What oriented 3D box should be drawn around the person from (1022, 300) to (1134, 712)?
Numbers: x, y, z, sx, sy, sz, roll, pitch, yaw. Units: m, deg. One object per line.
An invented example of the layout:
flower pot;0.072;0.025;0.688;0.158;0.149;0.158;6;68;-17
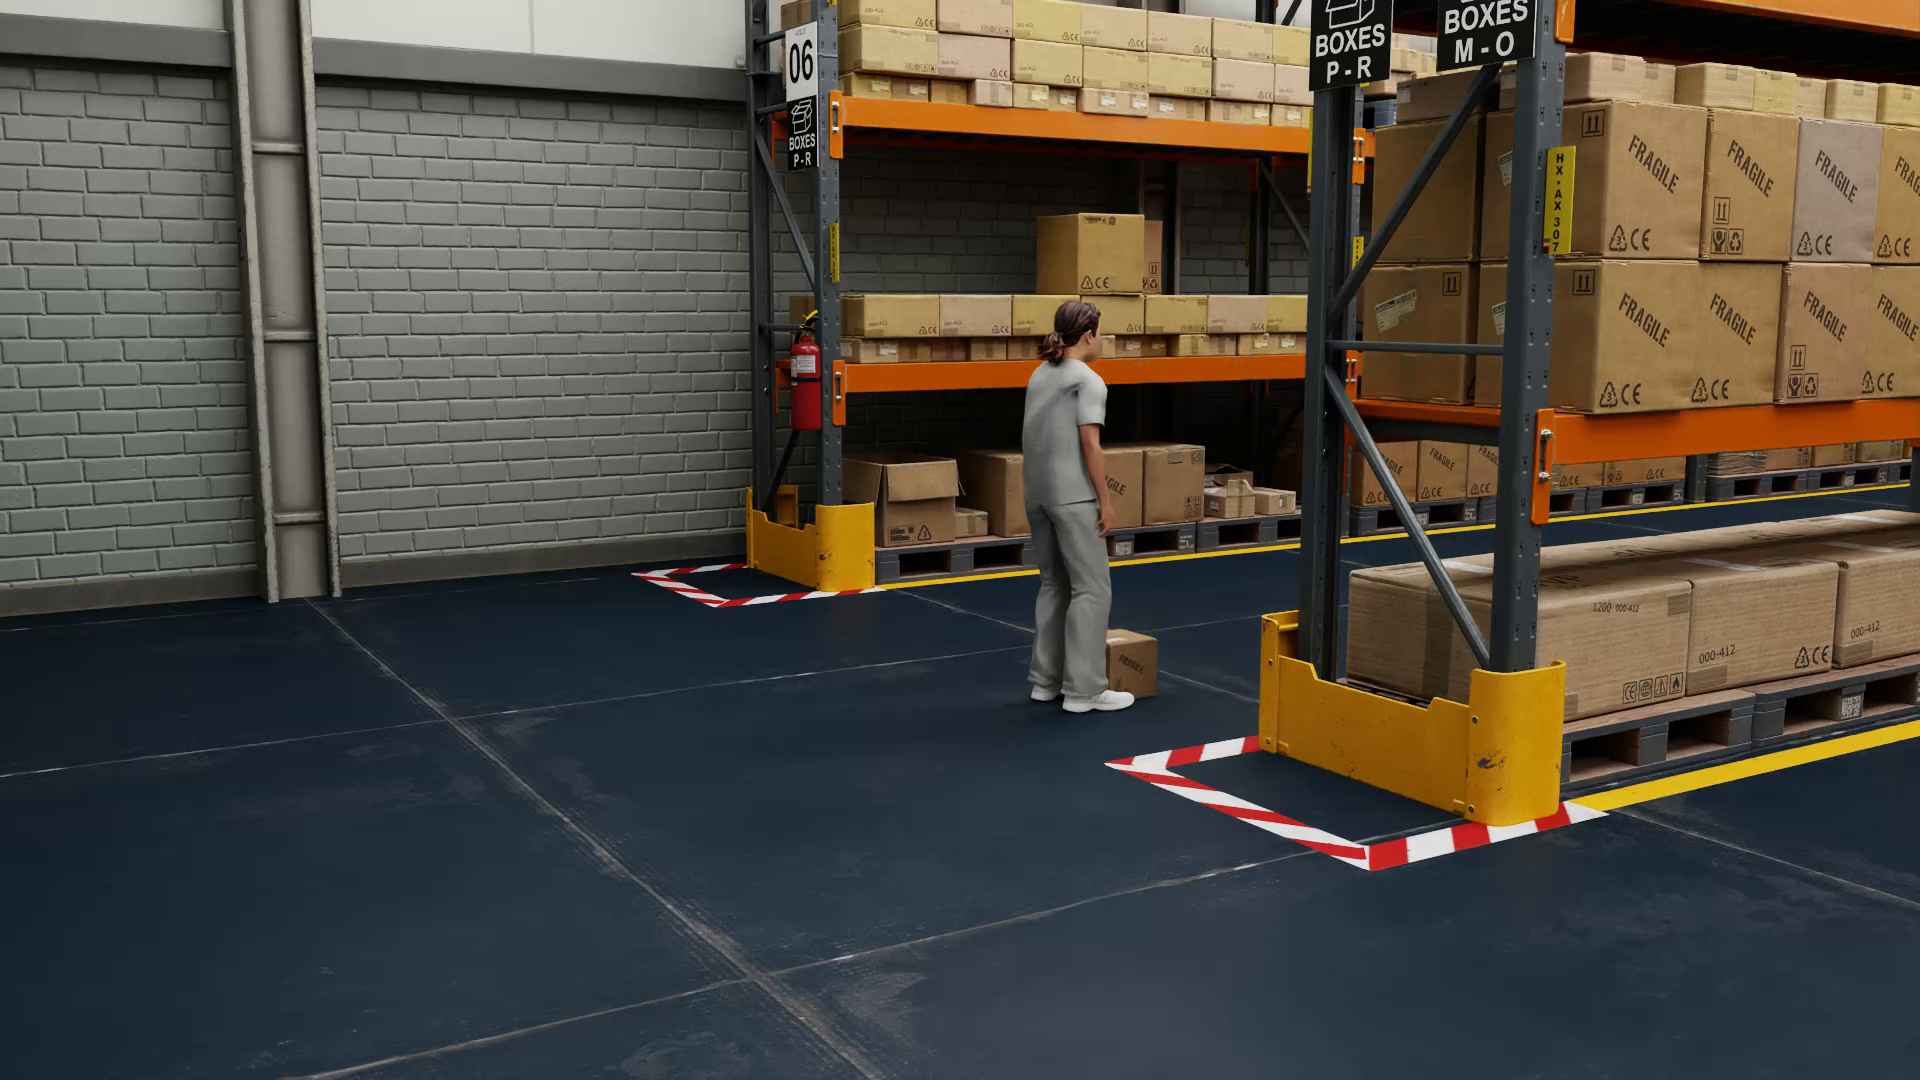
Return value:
person;0.456;-0.148;6.862;0.364;1.671;0.501;-6;10;-34
